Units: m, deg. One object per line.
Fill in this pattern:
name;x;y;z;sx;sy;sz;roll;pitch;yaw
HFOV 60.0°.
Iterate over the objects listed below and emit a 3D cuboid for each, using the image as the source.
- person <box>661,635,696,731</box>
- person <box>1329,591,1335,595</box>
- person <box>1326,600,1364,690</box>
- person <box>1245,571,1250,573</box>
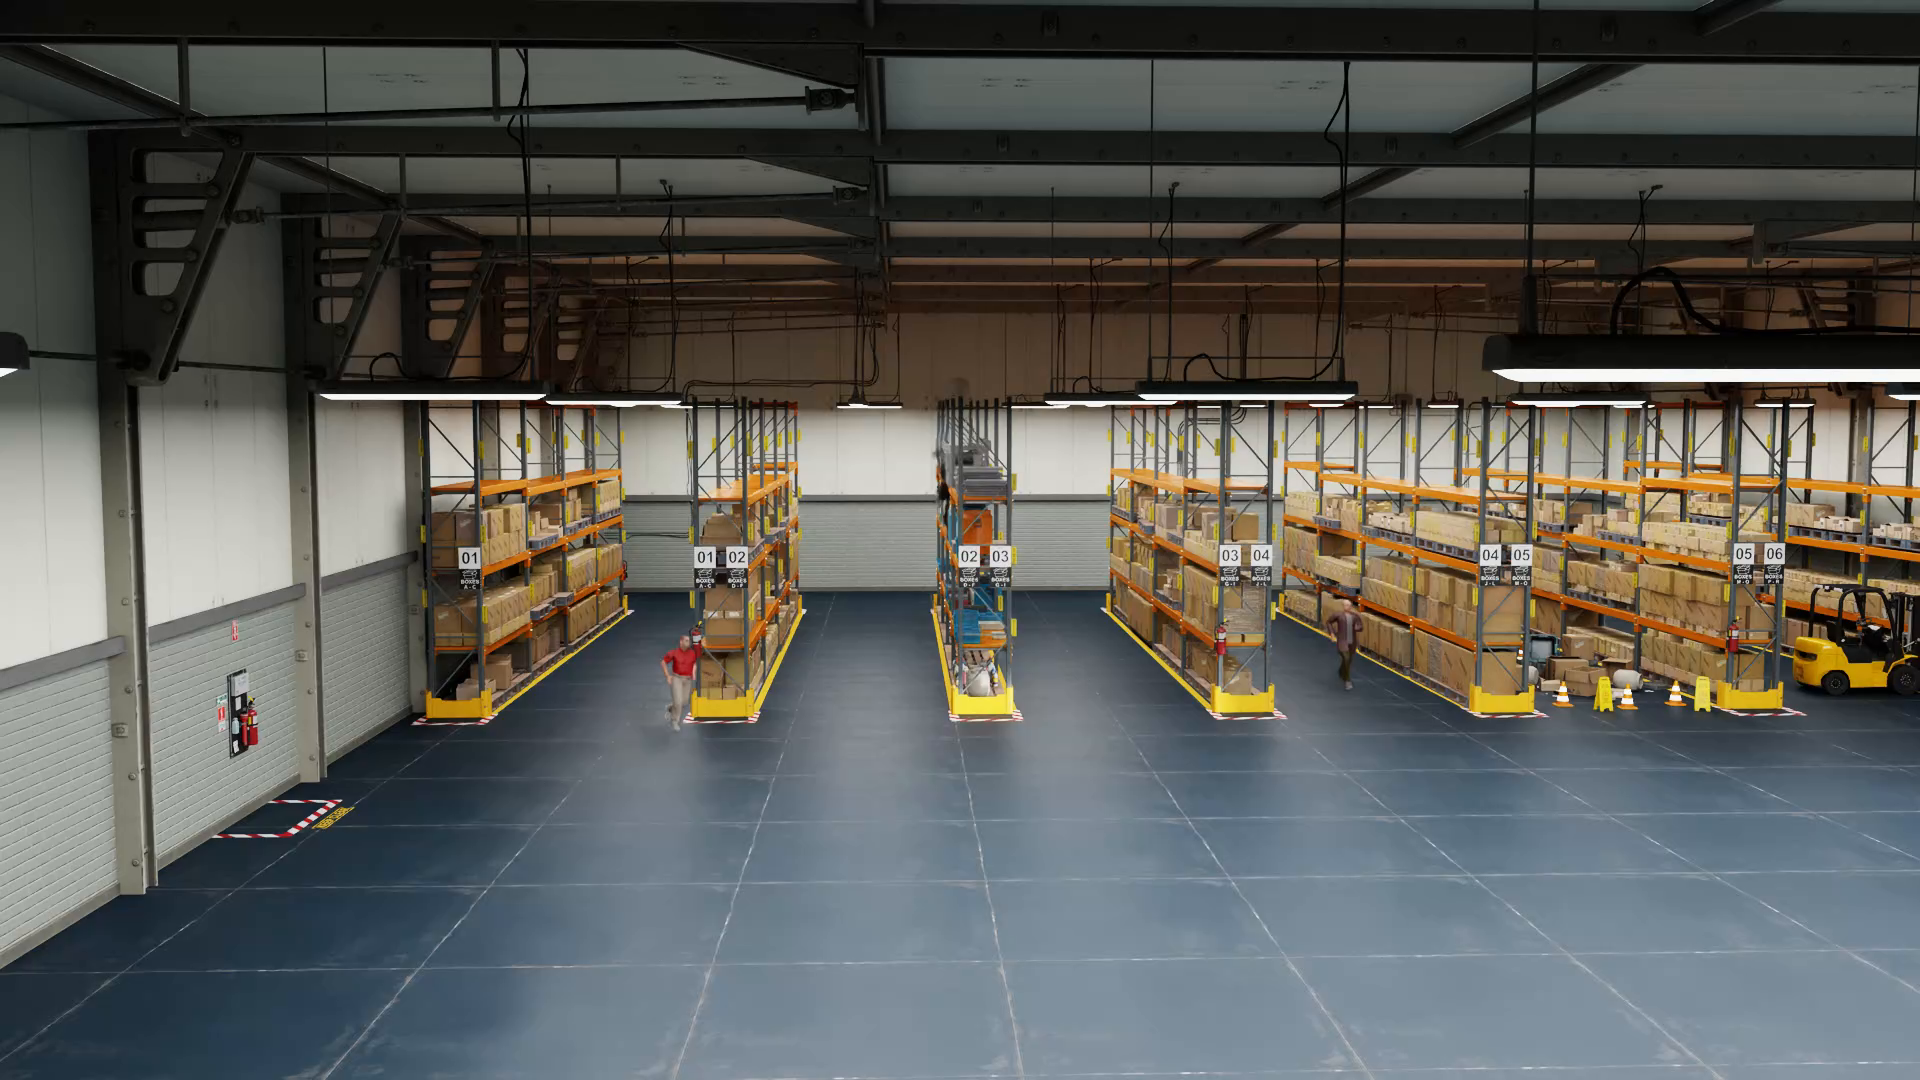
person;-5.088;2.574;30.199;0.703;1.692;0.744;-4;6;-41
person;10.980;1.203;48.614;0.541;1.577;0.571;-2;5;-29
person;8.023;2.147;34.537;0.684;1.811;0.923;-1;5;-14
person;7.988;1.184;47.145;0.722;1.769;0.972;1;5;18
